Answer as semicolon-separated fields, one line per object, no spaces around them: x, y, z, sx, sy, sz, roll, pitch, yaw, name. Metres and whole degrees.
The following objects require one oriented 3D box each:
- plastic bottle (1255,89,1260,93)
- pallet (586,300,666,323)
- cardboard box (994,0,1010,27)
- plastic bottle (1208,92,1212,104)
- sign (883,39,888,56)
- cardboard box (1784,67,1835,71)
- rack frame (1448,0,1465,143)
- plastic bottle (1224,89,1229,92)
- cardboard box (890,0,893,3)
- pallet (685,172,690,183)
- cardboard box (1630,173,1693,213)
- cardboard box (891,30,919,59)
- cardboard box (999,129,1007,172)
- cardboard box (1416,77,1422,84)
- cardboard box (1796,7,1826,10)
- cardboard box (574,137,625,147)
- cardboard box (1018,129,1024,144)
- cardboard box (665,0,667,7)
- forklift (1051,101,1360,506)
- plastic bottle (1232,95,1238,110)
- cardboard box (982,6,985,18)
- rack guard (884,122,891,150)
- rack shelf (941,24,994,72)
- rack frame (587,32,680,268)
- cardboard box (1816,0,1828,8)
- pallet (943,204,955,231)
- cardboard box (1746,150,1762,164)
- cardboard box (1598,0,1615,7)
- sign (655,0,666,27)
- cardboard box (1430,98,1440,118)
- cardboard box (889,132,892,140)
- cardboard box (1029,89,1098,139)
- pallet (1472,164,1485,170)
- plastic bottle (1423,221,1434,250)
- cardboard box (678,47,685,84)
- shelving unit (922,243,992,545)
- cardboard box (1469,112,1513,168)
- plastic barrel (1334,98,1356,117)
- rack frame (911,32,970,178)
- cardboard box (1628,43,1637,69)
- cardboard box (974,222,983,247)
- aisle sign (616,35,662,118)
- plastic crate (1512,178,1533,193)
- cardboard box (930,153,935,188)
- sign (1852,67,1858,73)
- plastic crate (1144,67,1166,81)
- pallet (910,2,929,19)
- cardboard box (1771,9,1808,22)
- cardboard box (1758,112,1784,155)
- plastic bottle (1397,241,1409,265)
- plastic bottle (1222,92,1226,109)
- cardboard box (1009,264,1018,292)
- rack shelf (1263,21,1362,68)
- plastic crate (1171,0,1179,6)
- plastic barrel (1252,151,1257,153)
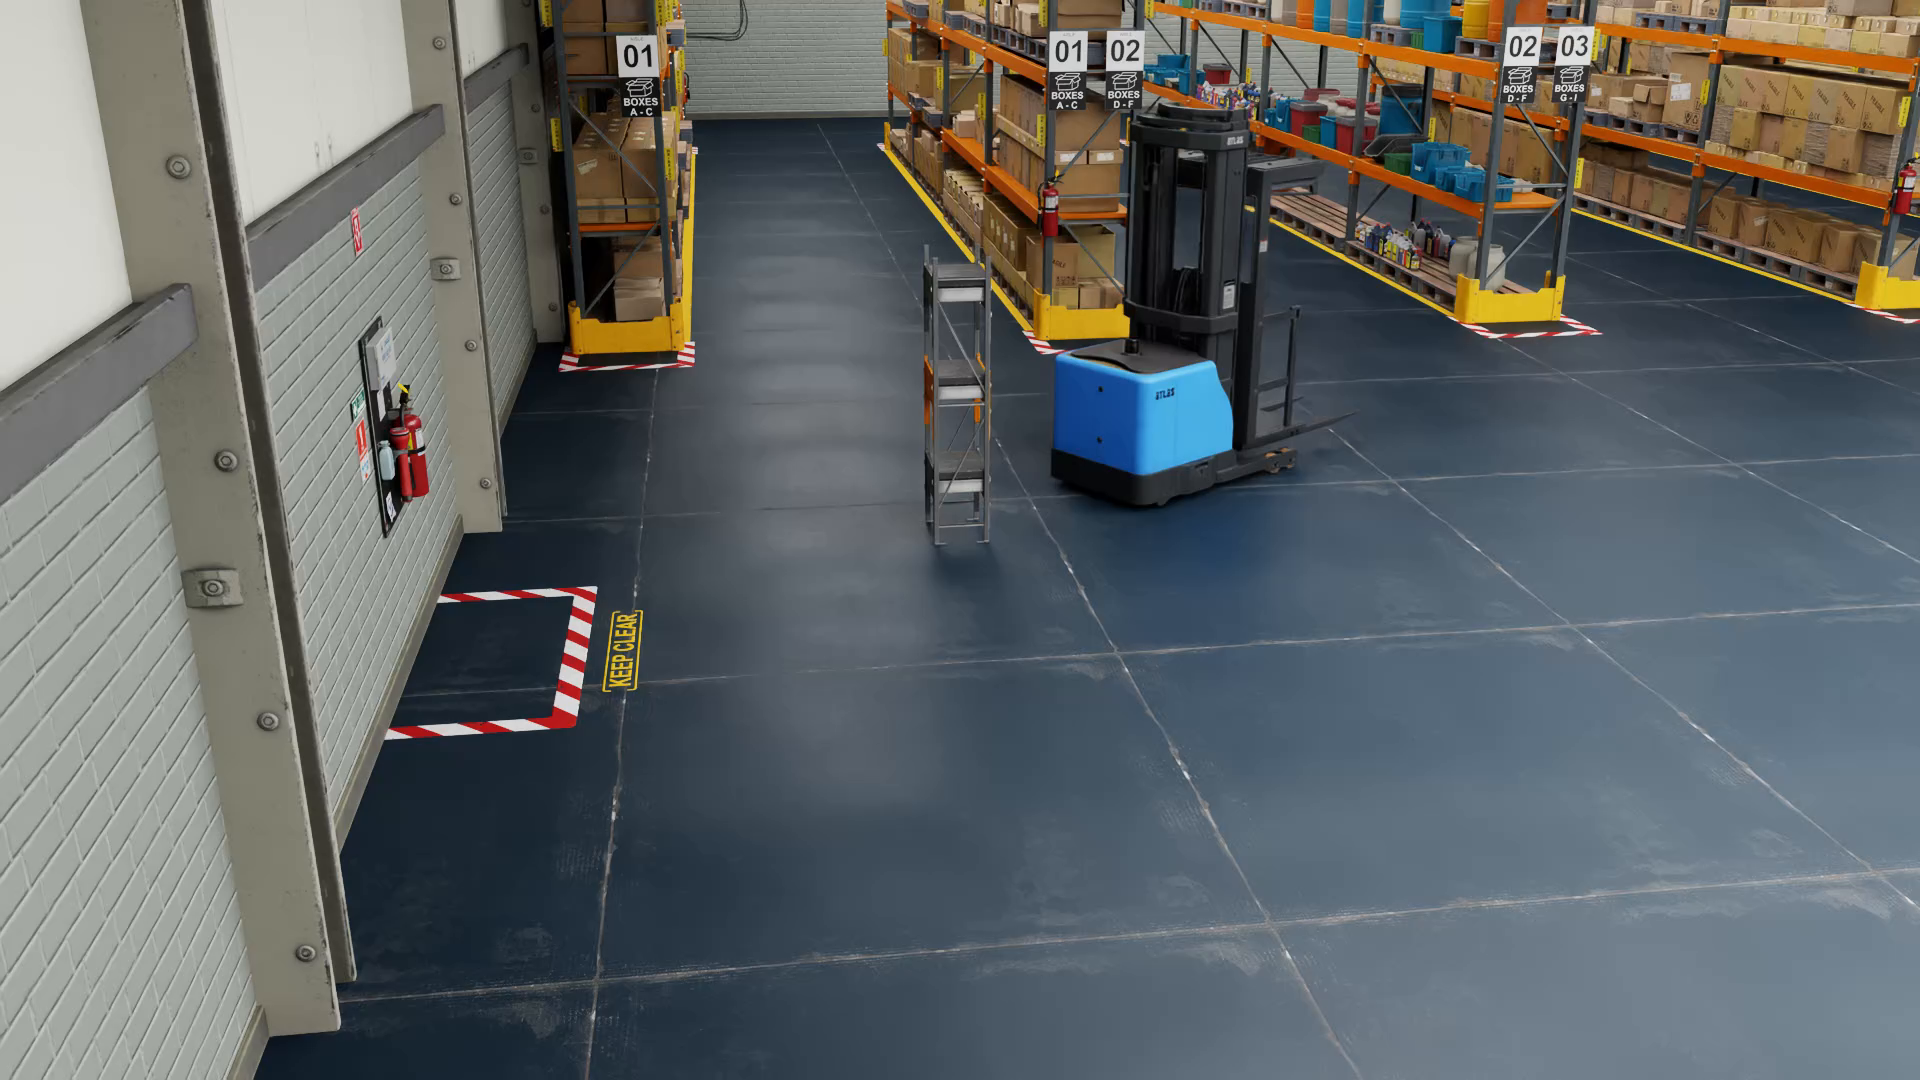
5.090;-7.538;28.288;0.152;0.276;0.135;-3;21;-8;plastic bottle
-3.599;-2.412;18.373;1.003;0.211;1.213;-3;21;-8;pallet
0.709;-6.296;19.827;0.500;0.311;0.500;-4;21;-11;cardboard box
4.314;-7.589;28.532;0.097;0.201;0.097;0;20;0;plastic bottle
-1.447;-9.578;32.336;0.100;0.325;0.005;-3;21;-8;sign
11.033;-5.883;21.684;0.500;0.500;0.500;-3;21;-8;cardboard box
9.469;-8.313;30.187;1.000;3.000;0.127;-3;21;-8;rack frame
4.542;-7.513;28.222;0.152;0.276;0.135;-3;21;-8;plastic bottle
-1.029;-10.170;31.087;0.500;0.250;0.500;-3;21;-8;cardboard box
-5.050;-5.994;27.964;1.003;0.211;1.213;-3;21;-8;pallet
10.424;-5.152;24.667;0.700;0.500;0.500;-5;21;-12;cardboard box
-1.025;-9.368;31.438;0.500;0.500;0.500;-3;21;-7;cardboard box
0.889;-4.939;21.009;0.700;0.500;0.500;-3;21;-9;cardboard box
8.916;-8.730;31.661;0.380;0.149;0.250;-3;21;-9;cardboard box
11.025;-6.788;21.460;0.380;0.149;0.250;-4;21;-10;cardboard box
-3.847;-4.027;17.824;0.500;0.500;0.500;-3;21;-7;cardboard box
0.893;-4.757;19.595;0.380;0.149;0.250;-3;21;-8;cardboard box
-3.652;-6.374;19.107;0.500;0.500;0.500;-2;21;-5;cardboard box
2.170;-2.045;13.501;3.031;2.935;1.130;-17;27;-38;forklift
4.500;-7.138;27.208;0.061;0.283;0.133;-3;21;-8;plastic bottle
0.604;-7.242;22.646;0.500;0.250;0.500;-5;21;-12;cardboard box
-0.900;-8.003;32.928;1.175;0.500;0.348;-3;21;-8;rack guard
0.531;-6.806;22.892;1.077;0.370;4.000;-3;21;-8;rack shelf
-4.082;-4.794;20.765;1.000;3.000;0.127;-3;21;-8;rack frame
14.550;-8.953;27.470;0.500;0.500;0.500;-3;21;-8;cardboard box
0.323;-4.837;24.865;1.003;0.211;1.213;-3;21;-8;pallet
10.483;-4.989;21.646;0.380;0.149;0.250;-3;21;-8;cardboard box
9.929;-8.263;24.909;0.500;0.500;0.500;-3;21;-7;cardboard box
-2.969;-5.251;16.452;0.100;0.325;0.005;-3;21;-8;sign
9.324;-8.059;31.943;0.875;0.875;0.875;-3;21;-8;cardboard box
-1.190;-7.908;32.549;0.380;0.149;0.250;-3;21;-8;cardboard box
1.179;-4.852;18.922;0.700;0.500;0.500;-3;21;-8;cardboard box
9.655;-6.744;29.970;1.003;0.211;1.213;-3;21;-8;pallet
6.127;-3.984;21.753;0.144;0.351;0.185;-4;21;-10;plastic bottle
-5.729;-8.913;31.365;0.980;0.700;0.700;-2;21;-5;cardboard box
-0.024;-1.041;12.002;0.431;2.100;0.503;-3;21;-8;shelving unit
9.711;-6.985;29.067;1.225;0.875;0.875;-4;21;-10;cardboard box
5.632;-6.104;24.077;0.433;0.535;0.433;0;20;0;plastic barrel
-0.334;-7.815;28.853;1.000;3.000;0.127;-3;21;-8;rack frame
13.709;-9.746;33.456;0.500;0.500;0.500;-3;21;-8;cardboard box
0.473;-4.083;22.190;0.500;0.250;0.500;-3;21;-8;cardboard box
-3.198;-4.617;16.576;0.394;0.787;0.004;-3;21;-8;aisle sign
6.487;-4.111;19.314;0.298;0.136;0.250;-3;21;-8;plastic crate
-0.199;-5.956;26.821;0.500;0.500;0.500;-4;21;-10;cardboard box
14.433;-7.618;26.785;0.100;0.325;0.005;-3;21;-8;sign
3.796;-9.068;32.362;0.416;0.233;0.300;-3;21;-8;plastic crate
-0.157;-8.544;26.786;1.213;0.211;1.003;-3;21;-8;pallet
10.567;-6.670;21.146;0.380;0.149;0.250;-2;21;-6;cardboard box
10.835;-5.228;21.358;0.875;0.500;0.500;-3;21;-8;cardboard box
5.570;-3.589;20.803;0.152;0.276;0.135;-3;21;-9;plastic bottle
4.429;-7.348;27.786;0.097;0.271;0.097;0;20;0;plastic bottle
0.868;-3.085;19.519;0.500;0.250;0.500;-3;21;-8;cardboard box
5.433;-7.054;23.558;1.077;0.370;4.000;-3;21;-8;rack shelf
4.008;-9.766;30.168;0.293;0.136;0.466;-3;21;-8;plastic crate
4.888;-6.069;27.135;0.421;0.512;0.421;0;20;0;plastic barrel
